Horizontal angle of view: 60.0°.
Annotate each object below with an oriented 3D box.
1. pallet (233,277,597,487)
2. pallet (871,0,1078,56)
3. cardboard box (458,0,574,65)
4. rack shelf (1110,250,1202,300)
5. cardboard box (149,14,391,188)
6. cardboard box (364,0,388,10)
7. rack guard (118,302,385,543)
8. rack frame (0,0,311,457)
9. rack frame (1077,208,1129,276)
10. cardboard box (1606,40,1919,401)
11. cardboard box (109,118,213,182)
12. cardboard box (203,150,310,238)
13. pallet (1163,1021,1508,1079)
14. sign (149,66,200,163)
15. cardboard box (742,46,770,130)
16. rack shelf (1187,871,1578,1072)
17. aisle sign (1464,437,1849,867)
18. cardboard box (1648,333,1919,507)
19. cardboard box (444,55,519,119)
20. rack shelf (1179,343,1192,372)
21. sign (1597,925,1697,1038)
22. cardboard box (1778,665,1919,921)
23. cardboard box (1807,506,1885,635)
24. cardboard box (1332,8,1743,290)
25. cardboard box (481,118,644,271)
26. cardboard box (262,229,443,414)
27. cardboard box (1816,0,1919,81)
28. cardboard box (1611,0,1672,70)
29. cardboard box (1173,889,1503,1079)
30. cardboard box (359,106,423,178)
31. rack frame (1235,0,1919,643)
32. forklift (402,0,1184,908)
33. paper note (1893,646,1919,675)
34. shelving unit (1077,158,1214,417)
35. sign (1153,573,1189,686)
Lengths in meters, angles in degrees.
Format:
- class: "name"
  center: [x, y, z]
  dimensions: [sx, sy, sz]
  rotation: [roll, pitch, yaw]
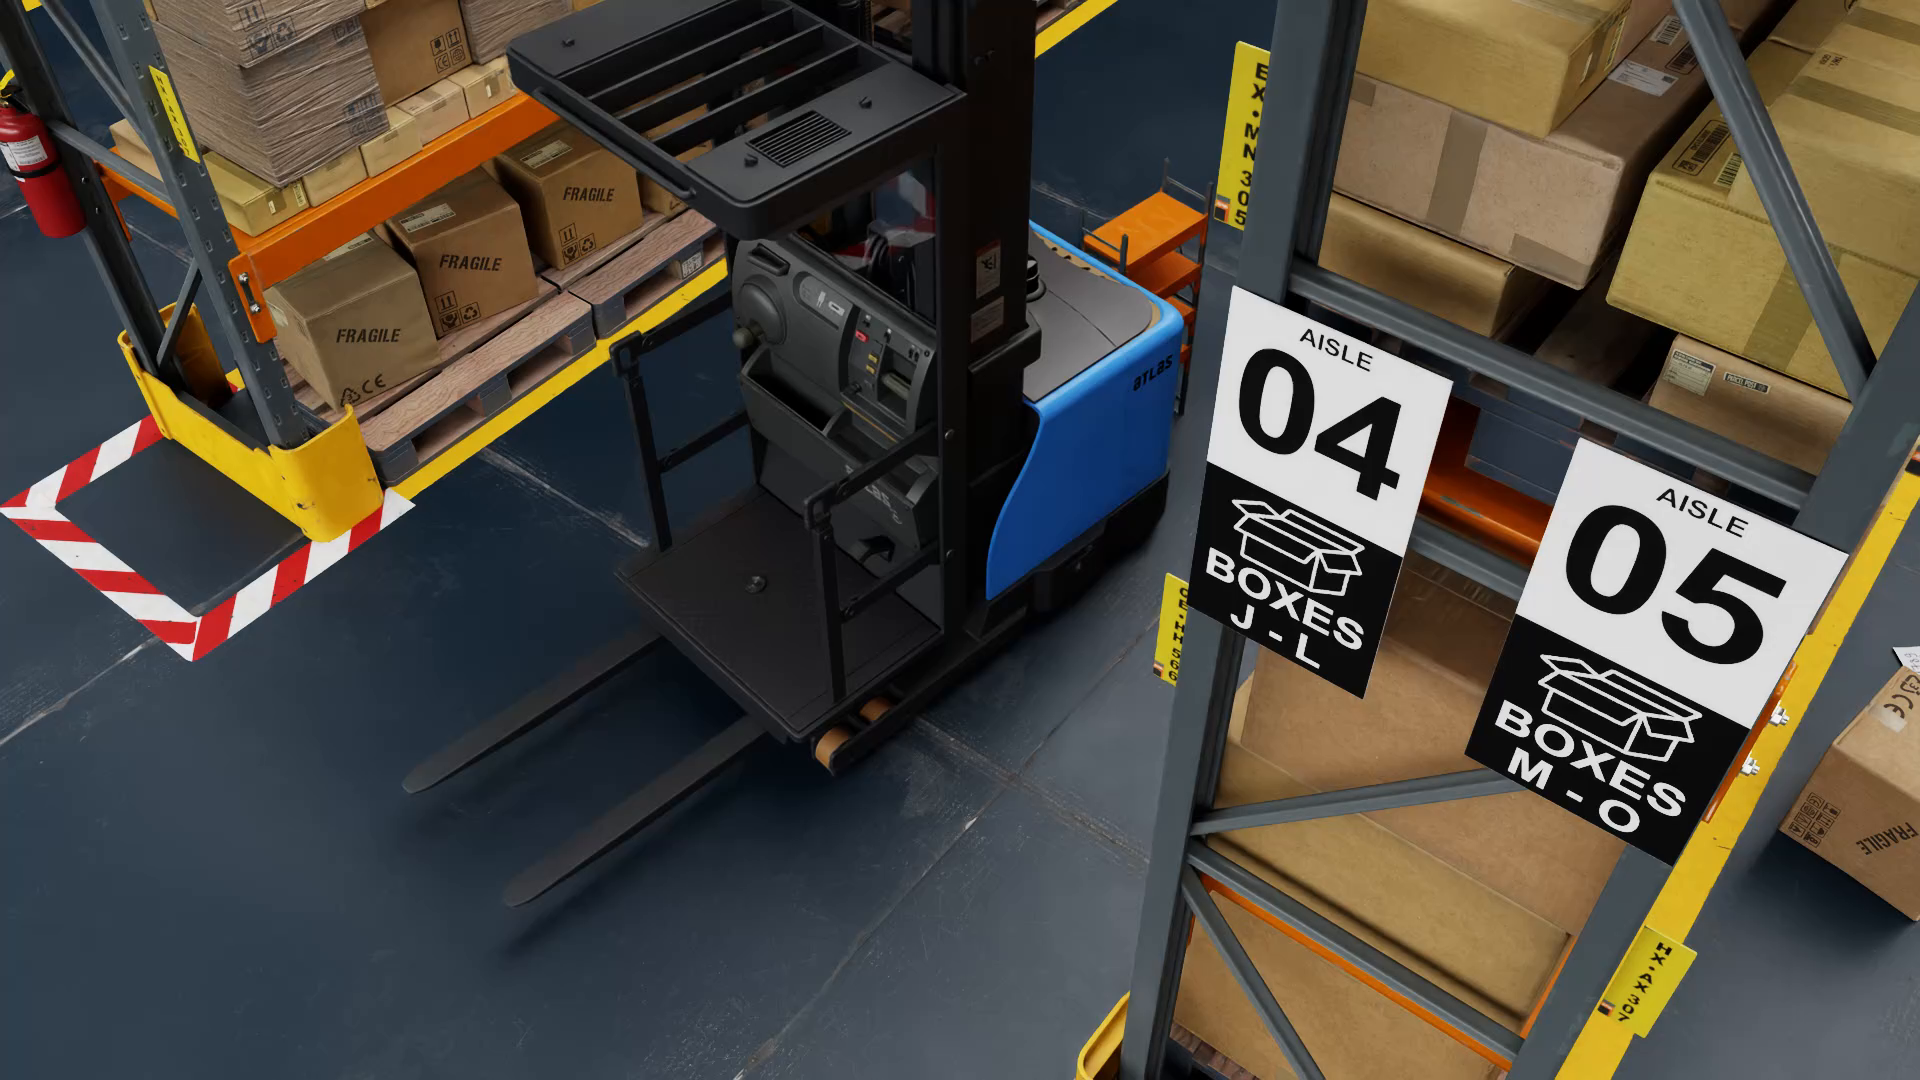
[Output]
- class: "pallet"
  center: [-2.406, -0.848, 7.415]
  dimensions: [1.003, 0.211, 1.213]
  rotation: [29, 53, 25]
- class: "pallet"
  center: [-0.057, -3.091, 9.556]
  dimensions: [1.003, 0.211, 1.213]
  rotation: [29, 53, 25]
- class: "cardboard box"
  center: [-2.069, -2.365, 6.660]
  dimensions: [0.875, 0.500, 0.500]
  rotation: [29, 53, 25]
- class: "rack shelf"
  center: [0.714, -1.004, 6.663]
  dimensions: [0.480, 0.148, 0.258]
  rotation: [-35, 55, -29]
- class: "cardboard box"
  center: [-2.620, -1.759, 6.081]
  dimensions: [0.875, 0.500, 0.500]
  rotation: [29, 53, 25]
- class: "cardboard box"
  center: [-2.114, -2.279, 5.886]
  dimensions: [0.500, 0.500, 0.500]
  rotation: [29, 53, 25]
- class: "rack guard"
  center: [-2.931, -0.499, 6.881]
  dimensions: [1.175, 0.500, 0.348]
  rotation: [29, 53, 25]
- class: "rack frame"
  center: [-2.978, -1.319, 5.936]
  dimensions: [1.000, 3.000, 0.127]
  rotation: [29, 53, 25]
- class: "rack frame"
  center: [0.538, -0.774, 6.659]
  dimensions: [0.015, 1.200, 0.240]
  rotation: [-35, 55, -29]
- class: "cardboard box"
  center: [1.384, -0.498, 2.615]
  dimensions: [0.500, 0.250, 0.500]
  rotation: [29, 53, 25]
- class: "cardboard box"
  center: [-2.967, -1.487, 6.269]
  dimensions: [0.380, 0.149, 0.250]
  rotation: [29, 53, 25]
- class: "cardboard box"
  center: [-2.615, -1.290, 6.081]
  dimensions: [0.380, 0.149, 0.250]
  rotation: [29, 53, 25]
- class: "pallet"
  center: [1.313, 1.403, 5.264]
  dimensions: [1.003, 0.211, 1.213]
  rotation: [29, 53, 25]
- class: "sign"
  center: [-2.548, -1.378, 5.393]
  dimensions: [0.100, 0.325, 0.005]
  rotation: [29, 53, 25]
- class: "cardboard box"
  center: [-1.152, -2.347, 8.356]
  dimensions: [0.500, 0.500, 0.500]
  rotation: [-26, 52, -23]
- class: "rack shelf"
  center: [2.108, 0.036, 5.139]
  dimensions: [1.077, 0.370, 4.000]
  rotation: [29, 53, 25]
- class: "aisle sign"
  center: [1.080, 0.207, 2.680]
  dimensions: [0.394, 0.787, 0.004]
  rotation: [29, 53, 25]
- class: "cardboard box"
  center: [1.349, -0.252, 2.656]
  dimensions: [0.380, 0.149, 0.250]
  rotation: [30, 53, 25]
- class: "cardboard box"
  center: [-1.987, -1.853, 6.619]
  dimensions: [0.380, 0.149, 0.250]
  rotation: [29, 53, 25]
- class: "rack shelf"
  center: [0.714, -0.712, 6.968]
  dimensions: [0.480, 0.148, 0.258]
  rotation: [-35, 55, -29]
- class: "sign"
  center: [1.321, 0.854, 3.206]
  dimensions: [0.100, 0.325, 0.005]
  rotation: [29, 53, 25]
- class: "cardboard box"
  center: [3.194, 0.847, 5.593]
  dimensions: [0.500, 0.500, 0.500]
  rotation: [-33, 55, -28]
- class: "cardboard box"
  center: [1.856, -0.304, 4.116]
  dimensions: [0.875, 0.550, 0.550]
  rotation: [29, 53, 25]
- class: "cardboard box"
  center: [0.964, -0.739, 2.845]
  dimensions: [0.500, 0.250, 0.500]
  rotation: [30, 53, 25]
- class: "cardboard box"
  center: [-1.846, -1.658, 7.697]
  dimensions: [0.500, 0.500, 0.500]
  rotation: [34, 55, 28]
- class: "cardboard box"
  center: [-2.583, -0.950, 7.022]
  dimensions: [0.500, 0.500, 0.500]
  rotation: [-33, 54, -27]
- class: "cardboard box"
  center: [1.496, -0.666, 2.500]
  dimensions: [0.380, 0.149, 0.250]
  rotation: [29, 53, 25]
- class: "cardboard box"
  center: [0.977, -0.958, 2.779]
  dimensions: [0.380, 0.149, 0.250]
  rotation: [29, 53, 25]
- class: "cardboard box"
  center: [1.248, 1.103, 4.801]
  dimensions: [0.875, 0.875, 0.875]
  rotation: [29, 53, 25]
- class: "cardboard box"
  center: [-2.282, -1.561, 6.340]
  dimensions: [0.380, 0.149, 0.250]
  rotation: [29, 53, 25]
- class: "rack frame"
  center: [0.886, -1.141, 1.616]
  dimensions: [1.000, 3.000, 0.127]
  rotation: [29, 53, 25]
- class: "forklift"
  center: [-0.576, -0.613, 5.309]
  dimensions: [3.031, 2.935, 1.130]
  rotation: [-35, 55, -29]
- class: "paper note"
  center: [3.637, 0.453, 6.296]
  dimensions: [0.147, 0.020, 0.142]
  rotation: [-2, 46, -2]
- class: "shelving unit"
  center: [0.714, -0.896, 6.776]
  dimensions: [0.503, 1.200, 0.258]
  rotation: [-35, 55, -29]
- class: "sign"
  center: [0.465, 0.202, 3.518]
  dimensions: [0.100, 0.325, 0.005]
  rotation: [29, 53, 25]
